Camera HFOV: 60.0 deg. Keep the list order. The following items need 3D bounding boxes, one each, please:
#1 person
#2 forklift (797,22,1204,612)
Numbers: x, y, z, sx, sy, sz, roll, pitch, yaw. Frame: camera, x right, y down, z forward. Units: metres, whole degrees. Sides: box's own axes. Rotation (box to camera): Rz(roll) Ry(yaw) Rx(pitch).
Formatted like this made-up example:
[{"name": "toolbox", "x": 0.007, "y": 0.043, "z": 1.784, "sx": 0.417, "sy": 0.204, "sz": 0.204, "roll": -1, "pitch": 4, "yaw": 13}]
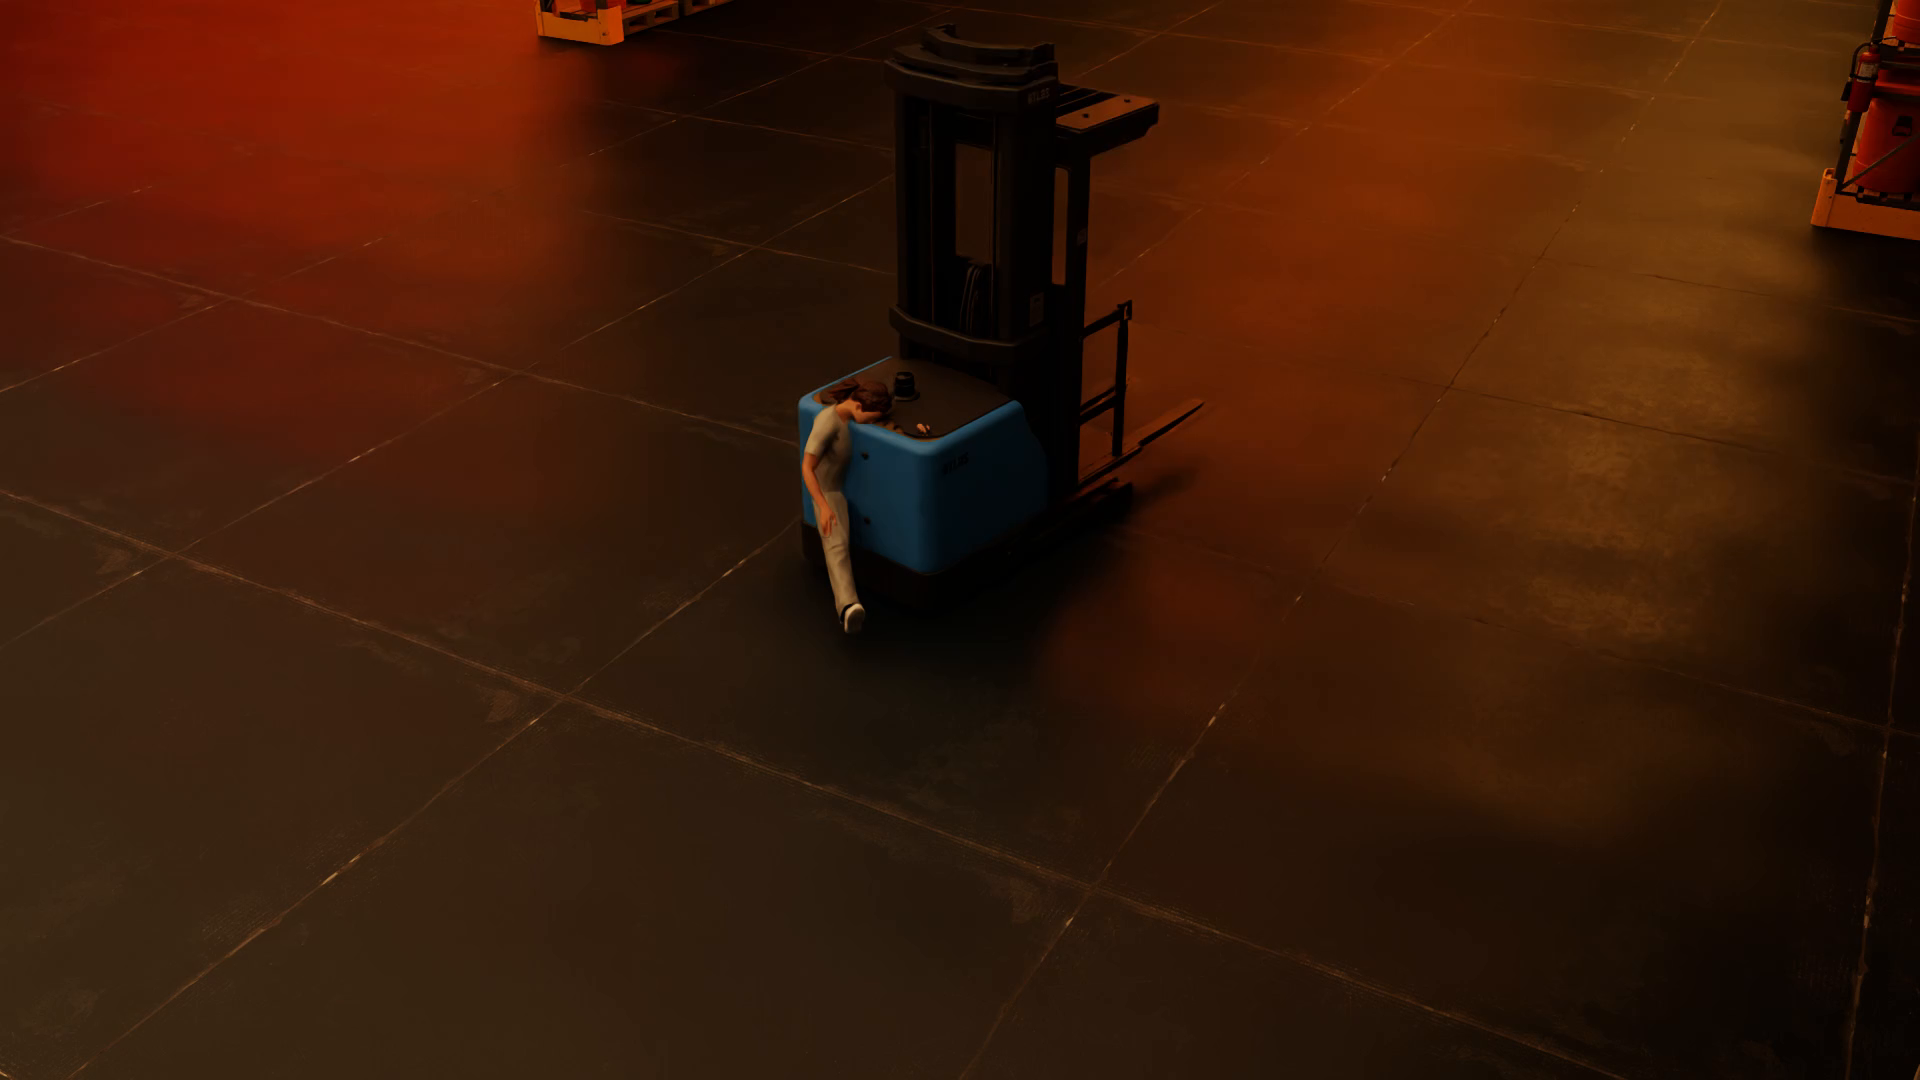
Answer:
[{"name": "person", "x": -0.486, "y": -0.234, "z": 9.120, "sx": 0.994, "sy": 1.317, "sz": 1.113, "roll": -20, "pitch": 36, "yaw": -31}, {"name": "forklift", "x": 0.412, "y": -1.537, "z": 9.734, "sx": 1.130, "sy": 2.935, "sz": 3.031, "roll": 23, "pitch": 37, "yaw": 34}]
